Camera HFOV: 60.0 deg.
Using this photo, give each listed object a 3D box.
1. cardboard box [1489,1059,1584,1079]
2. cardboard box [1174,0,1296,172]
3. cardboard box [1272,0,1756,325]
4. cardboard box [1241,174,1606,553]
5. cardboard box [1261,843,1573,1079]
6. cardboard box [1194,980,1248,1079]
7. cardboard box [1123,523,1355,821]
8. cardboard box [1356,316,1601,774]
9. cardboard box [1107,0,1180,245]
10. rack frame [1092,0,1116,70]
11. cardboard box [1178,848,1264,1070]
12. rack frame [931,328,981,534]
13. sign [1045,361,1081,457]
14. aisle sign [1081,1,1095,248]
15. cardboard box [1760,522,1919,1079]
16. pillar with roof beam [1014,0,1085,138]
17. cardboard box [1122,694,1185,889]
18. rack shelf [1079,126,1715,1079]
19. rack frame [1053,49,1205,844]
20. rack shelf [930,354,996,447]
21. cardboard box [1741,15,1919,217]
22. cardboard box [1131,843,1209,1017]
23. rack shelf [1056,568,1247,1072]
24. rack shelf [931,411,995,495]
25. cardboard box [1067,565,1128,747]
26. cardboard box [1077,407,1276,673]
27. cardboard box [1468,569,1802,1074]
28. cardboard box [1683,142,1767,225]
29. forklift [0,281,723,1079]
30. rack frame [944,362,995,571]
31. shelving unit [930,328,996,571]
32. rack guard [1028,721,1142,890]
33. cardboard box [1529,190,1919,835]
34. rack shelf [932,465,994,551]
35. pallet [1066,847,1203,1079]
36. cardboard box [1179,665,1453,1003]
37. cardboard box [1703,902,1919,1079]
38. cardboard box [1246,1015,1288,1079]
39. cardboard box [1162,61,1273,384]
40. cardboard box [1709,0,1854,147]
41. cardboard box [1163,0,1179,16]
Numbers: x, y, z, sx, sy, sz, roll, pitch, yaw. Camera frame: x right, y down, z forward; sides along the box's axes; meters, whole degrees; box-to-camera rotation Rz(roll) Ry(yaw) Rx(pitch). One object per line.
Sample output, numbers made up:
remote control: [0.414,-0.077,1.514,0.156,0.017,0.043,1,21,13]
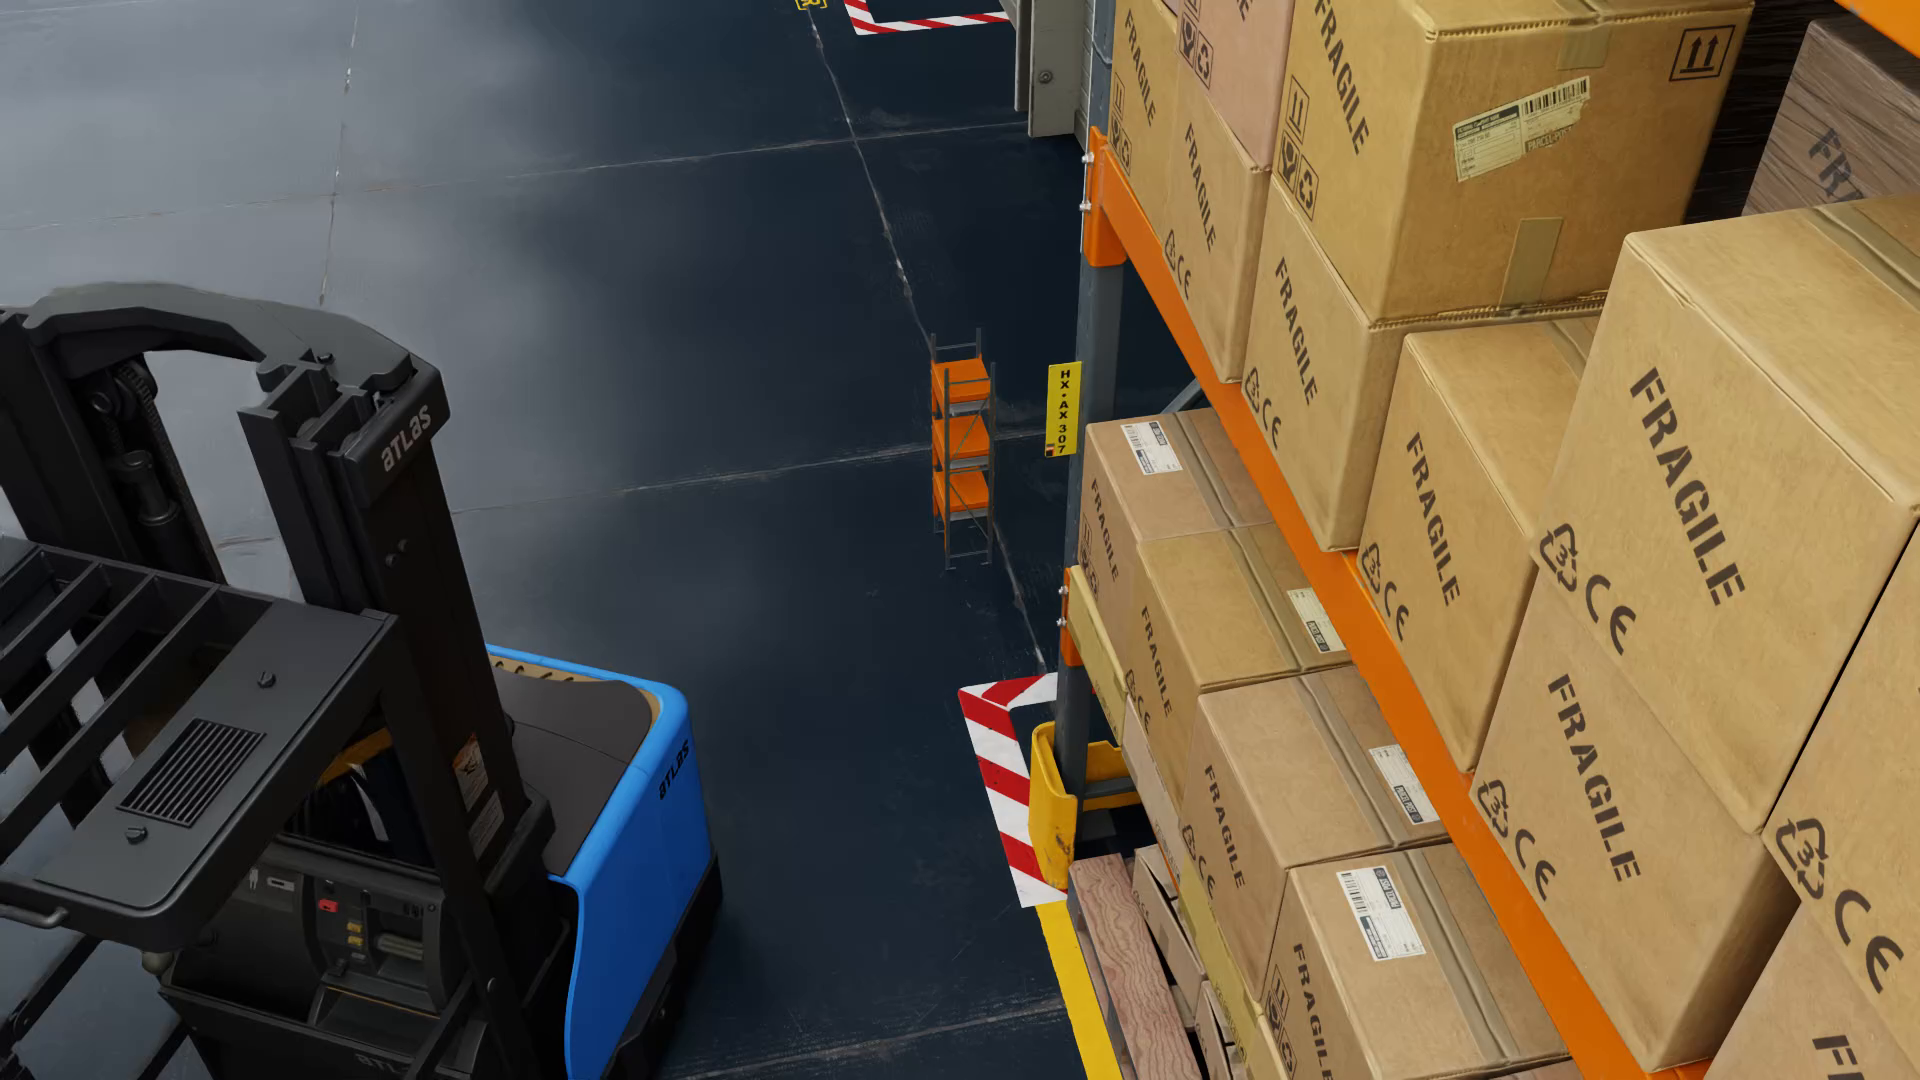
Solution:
cardboard box: [1.075,1.323,3.033,0.500,0.500,0.500,-9,42,-11]
cardboard box: [0.732,-1.049,3.069,0.500,0.500,0.500,-9,42,-10]
cardboard box: [0.854,-0.718,2.697,0.500,0.500,0.500,-7,42,-8]
cardboard box: [0.853,-0.350,3.035,0.500,0.500,0.500,-7,42,-7]
cardboard box: [0.962,0.986,3.413,0.500,0.500,0.500,-7,42,-8]
cardboard box: [1.012,1.547,4.942,0.500,0.311,0.500,-5,42,-6]
cardboard box: [0.734,0.317,4.166,0.500,0.500,0.500,-8,42,-9]
cardboard box: [0.989,-0.006,2.647,0.500,0.500,0.500,-6,42,-7]
cardboard box: [0.656,-1.039,3.811,0.500,0.500,0.500,-7,42,-8]
rack frame: [0.827,-2.369,3.140,1.000,3.000,0.127,-8,42,-9]
cardboard box: [0.853,0.951,4.017,0.500,0.250,0.500,-9,42,-10]
rack frame: [-0.015,-0.437,6.951,0.200,1.050,0.008,-8,42,-9]
sign: [0.298,-0.371,4.756,0.100,0.325,0.005,-8,42,-9]
aisle sign: [0.519,-1.101,4.273,0.394,0.787,0.004,-8,42,-9]
cardboard box: [1.189,0.286,1.566,0.500,0.500,0.500,-6,42,-7]
pillar with roof beam: [-3.675,-5.311,6.455,9.100,9.000,0.400,-8,42,-9]
cardboard box: [0.749,0.620,4.390,0.500,0.250,0.500,-10,42,-11]
rack shelf: [1.259,0.319,2.914,1.077,0.370,4.000,-8,42,-9]
rack frame: [0.827,-0.125,5.131,1.000,3.000,0.127,-8,42,-9]
rack shelf: [0.012,-0.562,6.681,0.215,0.259,0.240,-8,42,-9]
cardboard box: [1.490,-0.422,2.363,0.500,0.500,0.500,-8,42,-9]
cardboard box: [0.889,1.177,5.358,0.500,0.311,0.500,-13,43,-14]
rack shelf: [1.259,1.440,3.910,1.077,0.370,4.000,-8,42,-9]
rack shelf: [0.012,-0.350,6.869,0.215,0.259,0.240,-8,42,-9]
cardboard box: [0.623,0.285,4.767,0.500,0.250,0.500,-9,42,-11]
cardboard box: [0.637,-0.004,4.529,0.500,0.500,0.500,-8,42,-9]
cardboard box: [1.087,0.326,2.274,0.500,0.500,0.500,-10,43,-11]
cardboard box: [1.394,-0.406,3.098,0.500,0.500,0.500,-10,43,-11]
forklift: [-1.730,1.010,3.904,1.130,2.935,3.031,11,43,12]
rack frame: [0.038,-0.279,6.773,0.200,1.050,0.008,-8,42,-9]
shelving unit: [0.012,-0.358,6.862,0.215,1.050,0.252,-8,42,-9]
rack guard: [0.844,0.859,5.906,1.175,0.500,0.348,-8,42,-9]
cardboard box: [1.066,-0.050,1.943,0.500,0.500,0.500,-10,43,-11]
rack shelf: [0.012,-0.142,7.054,0.215,0.259,0.240,-8,42,-9]
pallet: [0.985,1.499,5.403,1.003,0.211,1.213,-8,42,-9]
cardboard box: [0.839,0.653,3.788,0.500,0.500,0.500,-10,42,-11]
cardboard box: [1.244,0.679,1.875,0.500,0.500,0.500,-12,43,-13]
cardboard box: [0.960,1.279,3.648,0.500,0.250,0.500,-8,42,-9]
cardboard box: [0.737,-0.686,3.413,0.500,0.500,0.500,-6,42,-6]
cardboard box: [1.304,-1.072,3.095,0.500,0.500,0.500,-6,42,-7]
cardboard box: [0.674,-1.381,3.443,0.500,0.500,0.500,-11,43,-12]
